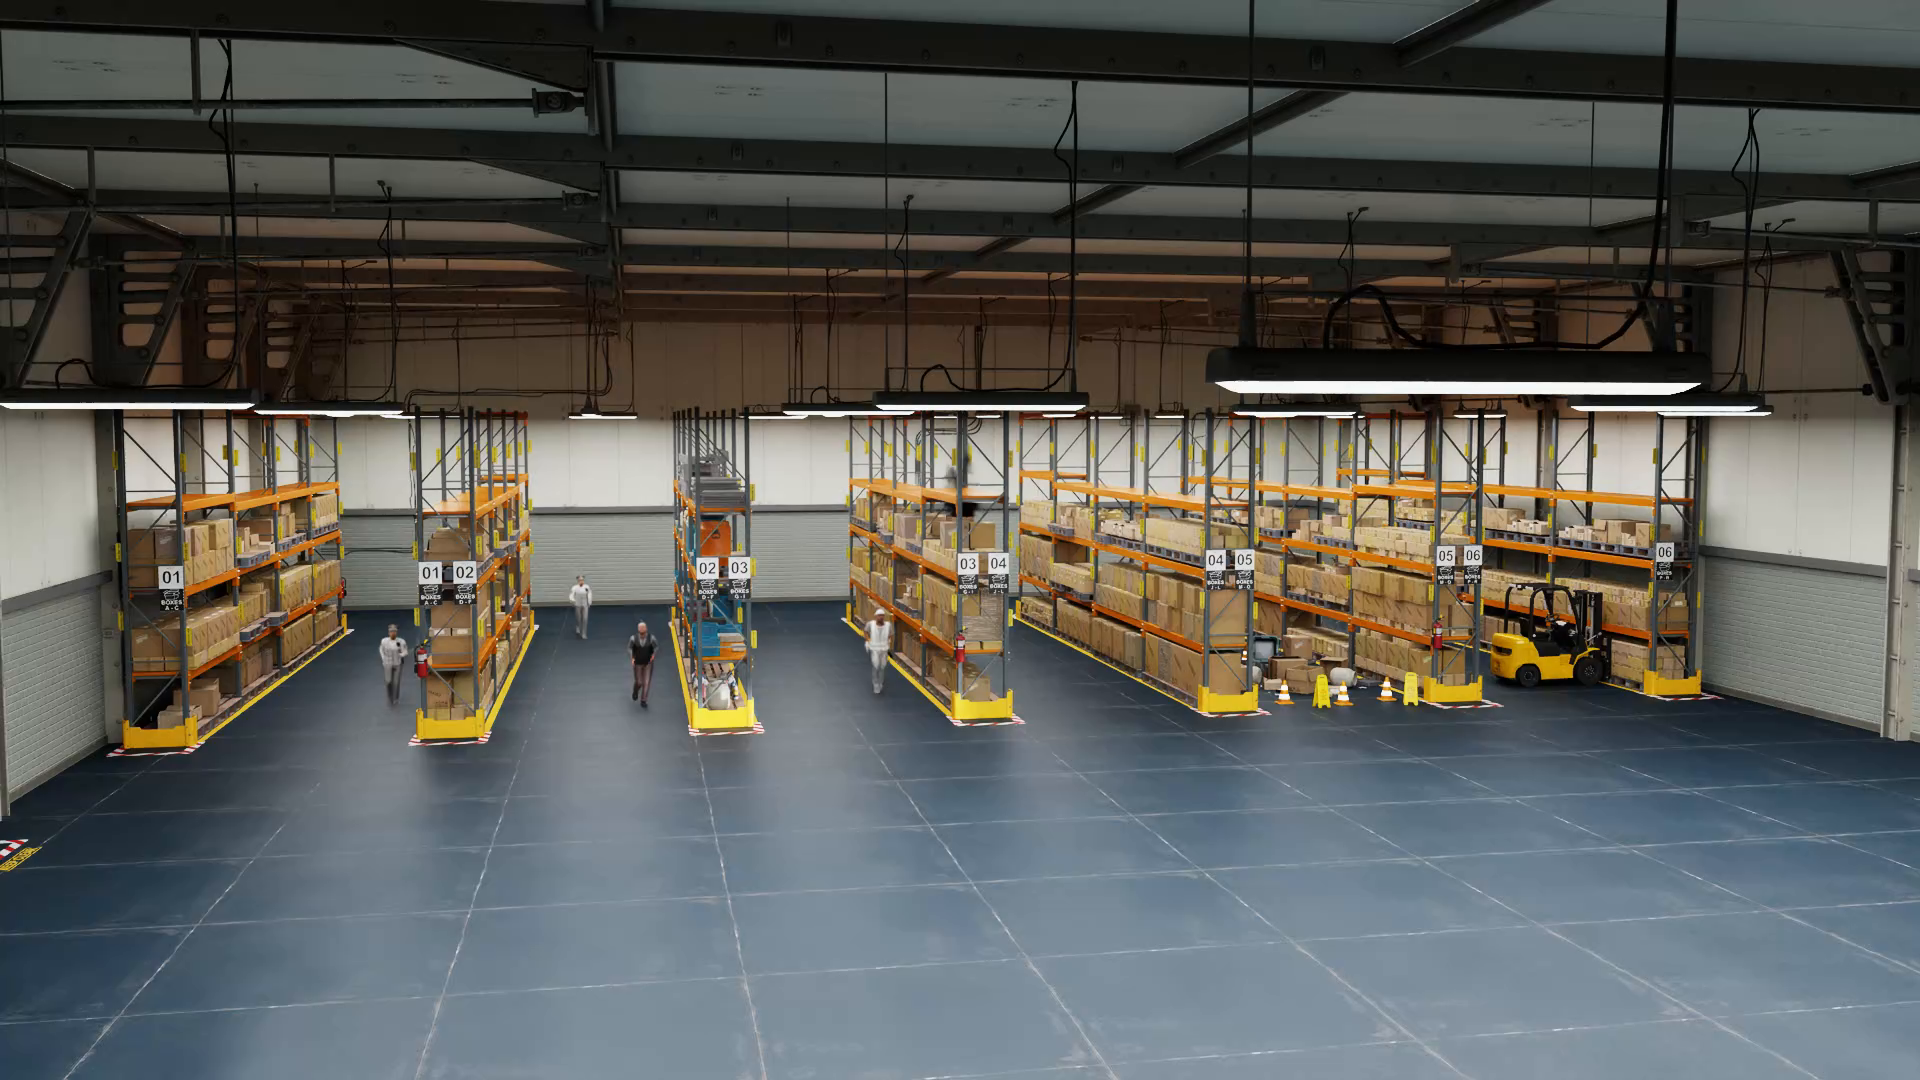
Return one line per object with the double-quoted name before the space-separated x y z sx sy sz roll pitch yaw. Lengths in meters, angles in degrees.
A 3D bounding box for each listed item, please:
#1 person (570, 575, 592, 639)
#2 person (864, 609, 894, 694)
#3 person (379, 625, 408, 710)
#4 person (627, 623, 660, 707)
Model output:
"person" -10.038 1.753 44.053 0.602 1.680 0.899 -1 4 -20
"person" -1.697 2.350 35.196 0.593 1.812 0.868 -1 4 -16
"person" -11.326 2.534 33.275 0.524 1.721 0.797 -2 4 -21
"person" -6.374 2.505 33.520 0.656 1.696 0.627 -1 4 -13
